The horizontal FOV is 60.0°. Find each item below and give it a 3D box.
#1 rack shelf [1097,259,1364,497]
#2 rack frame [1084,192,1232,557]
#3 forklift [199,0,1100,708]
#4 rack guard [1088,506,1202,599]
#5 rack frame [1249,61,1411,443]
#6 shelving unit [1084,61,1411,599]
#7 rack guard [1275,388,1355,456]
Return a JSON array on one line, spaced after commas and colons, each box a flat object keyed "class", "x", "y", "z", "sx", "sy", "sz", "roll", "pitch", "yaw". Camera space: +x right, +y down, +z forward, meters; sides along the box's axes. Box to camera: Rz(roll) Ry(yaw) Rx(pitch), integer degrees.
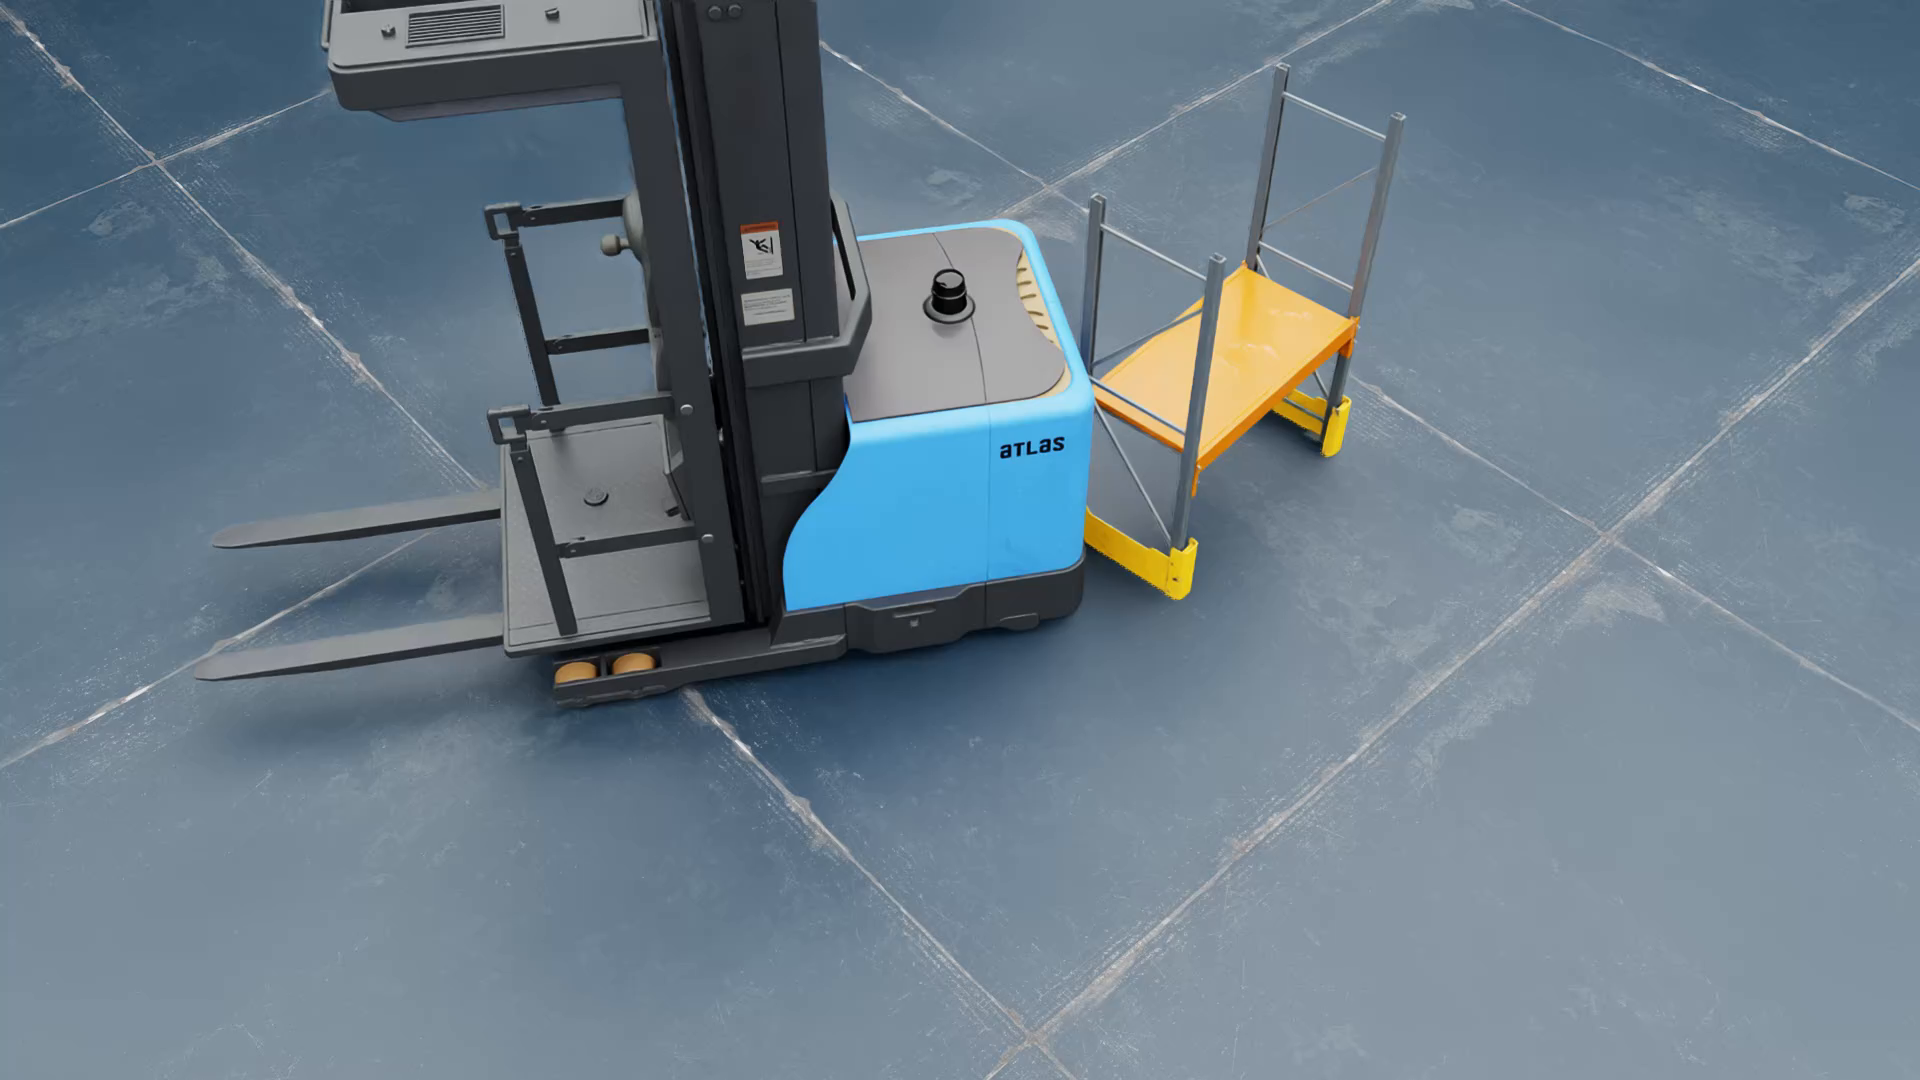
[{"class": "rack shelf", "x": 0.959, "y": -0.610, "z": 6.037, "sx": 0.538, "sy": 0.185, "sz": 1.000, "roll": 33, "pitch": 55, "yaw": 27}, {"class": "rack frame", "x": 0.621, "y": -0.453, "z": 5.647, "sx": 0.500, "sy": 1.500, "sz": 0.032, "roll": 33, "pitch": 55, "yaw": 27}, {"class": "forklift", "x": -1.113, "y": -0.847, "z": 5.037, "sx": 3.031, "sy": 2.935, "sz": 1.130, "roll": -8, "pitch": 48, "yaw": -8}, {"class": "rack guard", "x": 0.622, "y": -0.030, "z": 6.107, "sx": 0.587, "sy": 0.250, "sz": 0.087, "roll": 33, "pitch": 55, "yaw": 27}, {"class": "rack frame", "x": 1.296, "y": -1.012, "z": 6.163, "sx": 0.500, "sy": 1.500, "sz": 0.032, "roll": 33, "pitch": 55, "yaw": 27}, {"class": "shelving unit", "x": 0.953, "y": -0.727, "z": 5.901, "sx": 0.587, "sy": 1.500, "sz": 1.083, "roll": 33, "pitch": 55, "yaw": 27}, {"class": "rack guard", "x": 1.283, "y": -0.577, "z": 6.612, "sx": 0.587, "sy": 0.250, "sz": 0.087, "roll": 33, "pitch": 55, "yaw": 27}]
